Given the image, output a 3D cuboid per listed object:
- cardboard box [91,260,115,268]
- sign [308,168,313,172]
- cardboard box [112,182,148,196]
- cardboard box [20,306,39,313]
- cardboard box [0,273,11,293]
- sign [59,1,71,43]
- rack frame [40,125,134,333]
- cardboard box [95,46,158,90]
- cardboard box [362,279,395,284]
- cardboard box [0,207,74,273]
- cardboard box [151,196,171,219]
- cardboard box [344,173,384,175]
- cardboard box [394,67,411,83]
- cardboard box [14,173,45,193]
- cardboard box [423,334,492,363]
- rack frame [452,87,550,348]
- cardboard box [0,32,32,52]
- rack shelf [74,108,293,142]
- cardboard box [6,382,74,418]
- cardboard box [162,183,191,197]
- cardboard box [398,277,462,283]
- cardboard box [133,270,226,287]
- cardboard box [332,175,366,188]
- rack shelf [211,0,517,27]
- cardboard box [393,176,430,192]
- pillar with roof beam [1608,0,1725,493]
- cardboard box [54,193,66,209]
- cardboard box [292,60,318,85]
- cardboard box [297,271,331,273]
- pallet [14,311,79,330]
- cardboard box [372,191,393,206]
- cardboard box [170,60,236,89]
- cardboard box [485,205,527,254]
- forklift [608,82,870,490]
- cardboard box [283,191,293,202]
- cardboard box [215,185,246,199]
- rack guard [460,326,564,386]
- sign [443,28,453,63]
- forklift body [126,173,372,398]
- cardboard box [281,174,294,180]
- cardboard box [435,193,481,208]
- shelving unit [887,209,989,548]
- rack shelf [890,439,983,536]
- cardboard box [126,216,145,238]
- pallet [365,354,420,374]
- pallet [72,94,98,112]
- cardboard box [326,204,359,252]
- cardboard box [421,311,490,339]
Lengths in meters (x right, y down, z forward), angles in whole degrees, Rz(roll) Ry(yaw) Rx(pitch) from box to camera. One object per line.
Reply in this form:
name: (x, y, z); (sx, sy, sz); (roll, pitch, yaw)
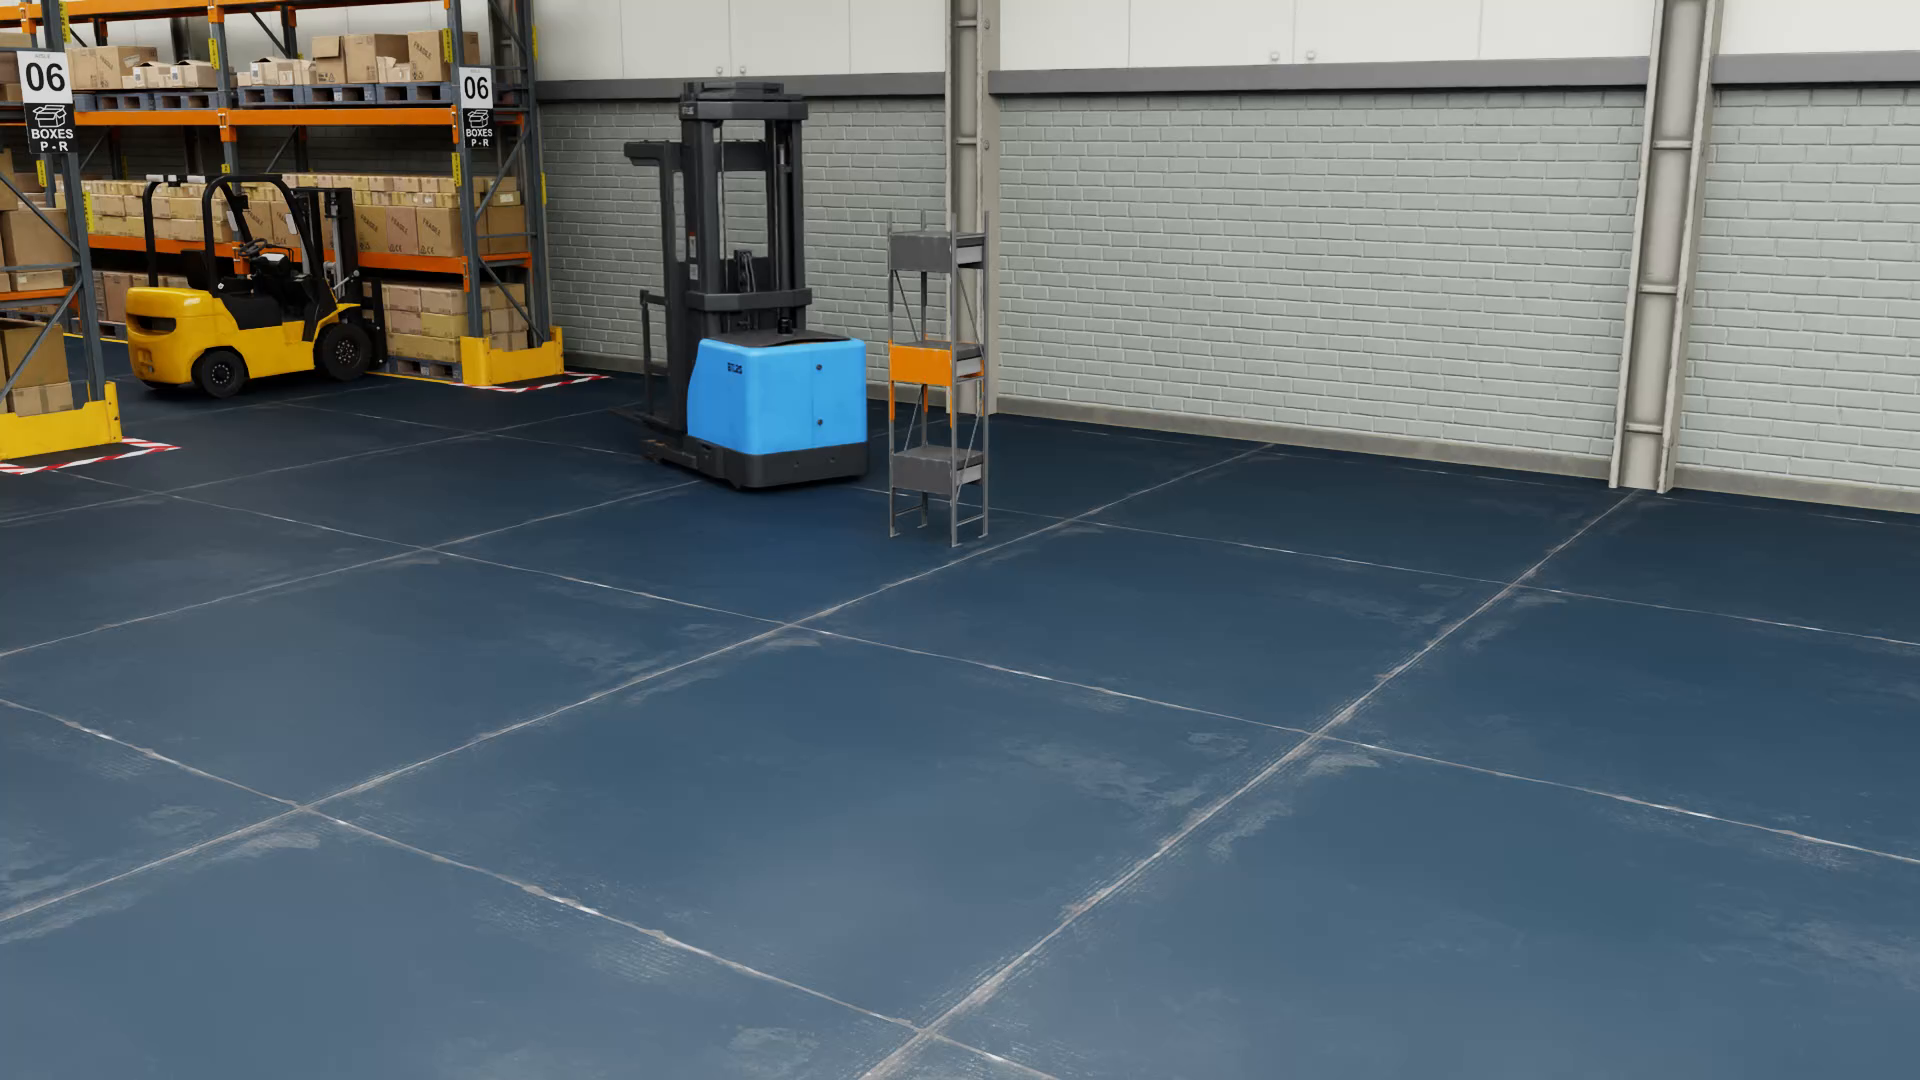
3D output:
cardboard box: (-11.687, -3.701, 22.511); (0.250, 0.149, 0.380); (10, 17, 36)
sign: (-7.801, -4.297, 19.973); (0.005, 0.325, 0.100); (9, 17, 33)
cardboard box: (-10.252, -4.355, 20.615); (0.250, 0.149, 0.380); (10, 17, 34)
cardboard box: (-12.309, -3.337, 22.391); (0.500, 0.500, 0.500); (9, 16, 32)
cardboard box: (-7.987, -2.086, 13.532); (0.250, 0.149, 0.380); (10, 17, 35)
sign: (-7.255, -4.189, 13.443); (0.005, 0.325, 0.100); (9, 17, 33)
rack frame: (-11.428, -4.264, 21.806); (0.127, 3.000, 1.000); (9, 17, 33)
cardboard box: (-10.119, -5.739, 20.231); (0.500, 0.500, 0.500); (10, 17, 34)
cardboard box: (-6.614, -2.748, 18.448); (0.500, 0.250, 0.500); (9, 16, 32)
cardboard box: (-7.796, -2.513, 13.904); (0.500, 0.500, 0.500); (9, 16, 32)
cardboard box: (-9.511, -4.050, 20.211); (0.500, 0.250, 0.500); (10, 17, 34)
cardboard box: (-6.817, -4.118, 19.040); (0.250, 0.149, 0.380); (9, 16, 32)
cardboard box: (-5.647, -4.828, 17.283); (0.250, 0.149, 0.380); (9, 16, 31)
cardboard box: (-12.886, -4.700, 22.478); (0.637, 0.503, 0.797); (9, 16, 32)
cardboard box: (-5.356, -2.060, 17.752); (0.500, 0.250, 0.500); (9, 17, 33)
rack frame: (-4.790, -3.191, 17.472); (0.127, 3.000, 1.000); (9, 17, 33)
cardboard box: (-7.738, -4.010, 13.402); (0.250, 0.149, 0.380); (9, 17, 32)
rack shelf: (-9.769, -5.103, 20.448); (4.000, 0.370, 1.077); (9, 17, 33)
cardboard box: (-8.072, -1.233, 14.411); (0.500, 0.250, 0.500); (9, 17, 32)
cardboard box: (-9.389, -4.223, 20.083); (0.250, 0.149, 0.380); (9, 16, 31)
cardboard box: (-5.909, -2.783, 18.592); (0.500, 0.250, 0.500); (9, 17, 32)
cardboard box: (-9.813, -3.052, 20.980); (0.625, 0.625, 0.875); (8, 16, 31)
cardboard box: (-6.681, -3.947, 18.347); (0.250, 0.149, 0.380); (9, 17, 33)
rack shelf: (-6.450, -5.828, 17.969); (4.000, 0.370, 1.077); (9, 17, 33)
cardboard box: (-5.824, -3.810, 17.794); (0.250, 0.149, 0.380); (9, 17, 33)
pillar with roof beam: (2.690, -3.909, 7.886); (0.400, 9.000, 9.100); (9, 17, 33)
cardboard box: (-11.211, -4.321, 21.306); (0.500, 0.250, 0.500); (9, 17, 33)
cardboard box: (-7.047, -5.111, 18.183); (0.258, 0.266, 0.396); (9, 16, 31)
cardboard box: (-7.593, -3.055, 19.688); (0.500, 0.250, 0.500); (10, 17, 34)
pallet: (-12.027, -3.018, 22.576); (1.213, 0.211, 1.003); (9, 17, 33)
cardboard box: (-6.091, -3.682, 17.898); (0.250, 0.149, 0.380); (9, 16, 31)
cardboard box: (-8.846, -5.441, 19.422); (0.500, 0.311, 0.500); (9, 16, 31)
cardboard box: (-5.046, -3.361, 17.952); (0.500, 0.500, 0.500); (10, 17, 35)
forklift: (-1.937, -2.093, 13.180); (1.130, 2.935, 3.031); (-9, 17, -34)
cardboard box: (-7.381, -3.884, 18.713); (0.250, 0.149, 0.380); (10, 17, 34)
cardboard box: (-8.517, -4.092, 19.555); (0.250, 0.149, 0.380); (10, 17, 35)
rack guard: (-4.770, -1.975, 17.759); (0.348, 0.500, 1.175); (9, 17, 33)
sign: (-5.105, -4.932, 16.585); (0.005, 0.325, 0.100); (9, 17, 33)
forklift body: (-7.382, -2.670, 17.132); (1.214, 2.155, 2.313); (9, 17, 33)
cardboard box: (-7.527, -4.084, 18.902); (0.250, 0.149, 0.380); (9, 16, 32)
cardboard box: (-5.234, -3.545, 17.344); (0.250, 0.149, 0.380); (9, 17, 34)
shelving unit: (-0.137, -1.041, 10.661); (0.503, 2.100, 0.431); (9, 17, 33)
rack shelf: (-0.137, -0.349, 10.832); (0.480, 0.518, 0.431); (9, 17, 33)
cardboard box: (-9.921, -3.877, 20.554); (0.500, 0.250, 0.500); (10, 17, 35)
pallet: (-6.456, -2.096, 18.849); (1.213, 0.211, 1.003); (9, 17, 33)
pallet: (-10.815, -5.555, 21.172); (1.003, 0.211, 1.213); (10, 17, 35)
cardboard box: (-6.619, -3.459, 18.344); (0.500, 0.500, 0.500); (9, 17, 33)
cardboard box: (-5.369, -2.306, 17.704); (0.500, 0.250, 0.500); (9, 16, 32)
